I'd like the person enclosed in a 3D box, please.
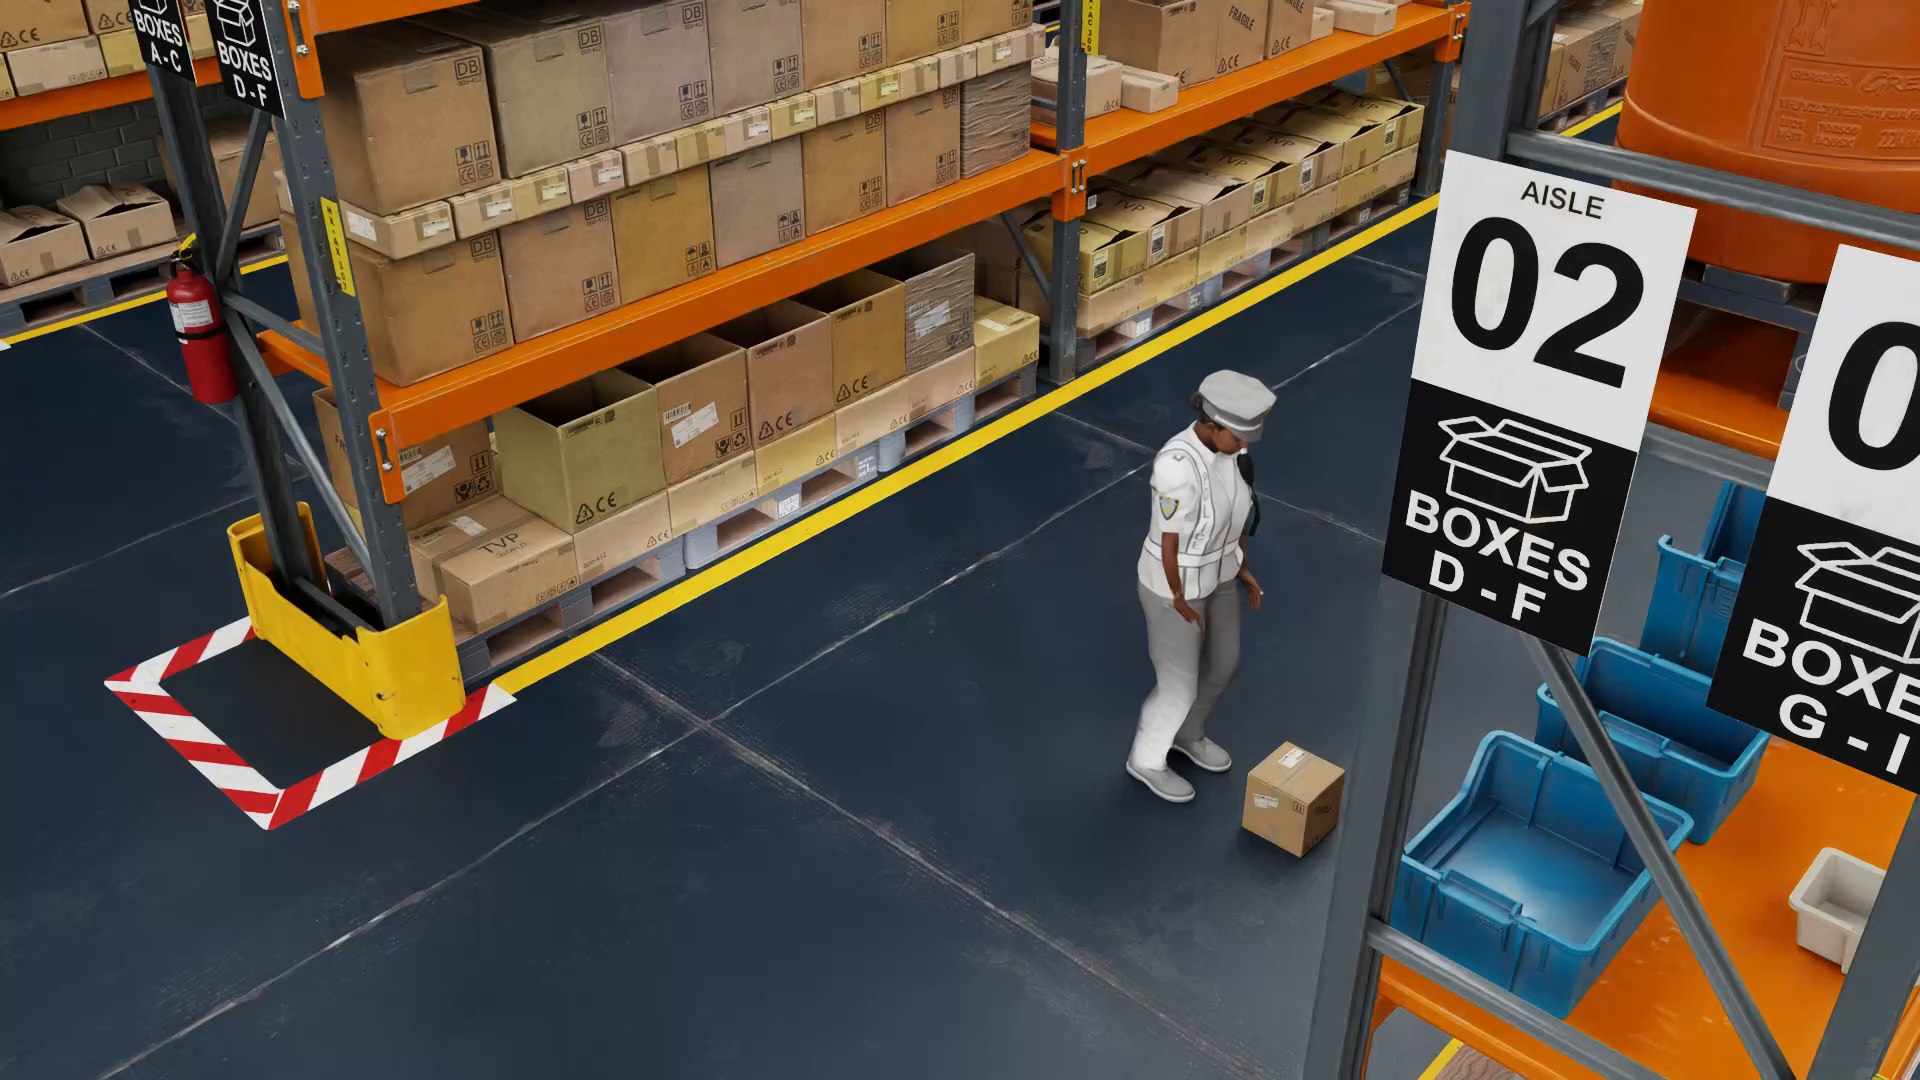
[{"bbox_3d":[0.854,0.163,5.902,0.394,1.641,0.448,26,40,36],"label":"person"}]
